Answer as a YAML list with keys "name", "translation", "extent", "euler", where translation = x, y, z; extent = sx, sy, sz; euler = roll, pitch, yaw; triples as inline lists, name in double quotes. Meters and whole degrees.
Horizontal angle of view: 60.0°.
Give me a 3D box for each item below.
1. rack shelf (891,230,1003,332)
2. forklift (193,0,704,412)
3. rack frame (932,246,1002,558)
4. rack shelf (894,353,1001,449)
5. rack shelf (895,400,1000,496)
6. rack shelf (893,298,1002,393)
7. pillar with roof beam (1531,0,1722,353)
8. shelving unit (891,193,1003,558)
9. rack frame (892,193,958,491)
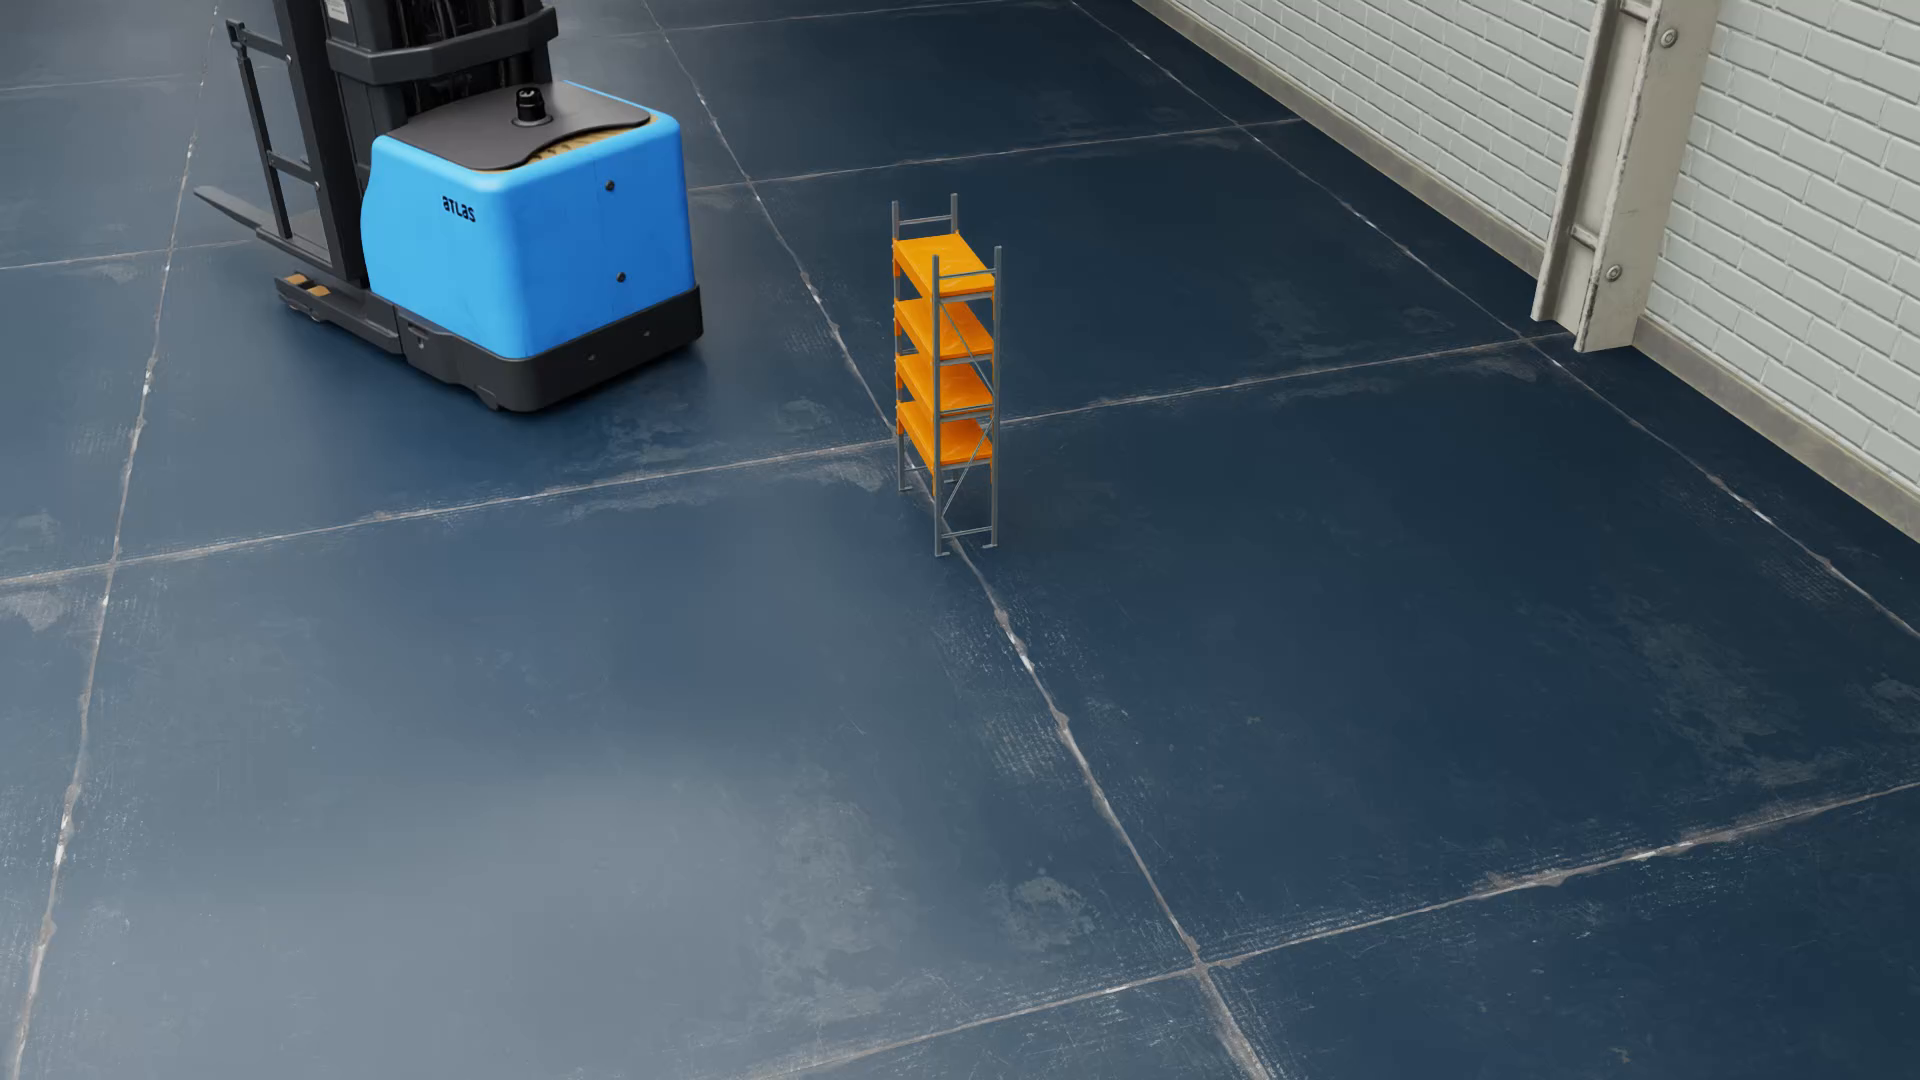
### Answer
- name: "rack shelf"
  translation: [-0.051, -0.915, 5.834]
  extent: [0.258, 0.148, 0.480]
  euler: [-10, 35, -15]
- name: "forklift"
  translation: [-2.605, -2.439, 7.282]
  extent: [3.031, 2.935, 1.130]
  euler: [26, 41, 33]
- name: "rack frame"
  translation: [0.024, -0.459, 5.857]
  extent: [0.240, 1.200, 0.015]
  euler: [-10, 35, -15]
- name: "rack shelf"
  translation: [-0.051, -0.531, 6.088]
  extent: [0.258, 0.148, 0.480]
  euler: [-10, 35, -15]
- name: "rack shelf"
  translation: [-0.051, -0.366, 6.197]
  extent: [0.258, 0.148, 0.480]
  euler: [-10, 35, -15]
- name: "rack shelf"
  translation: [-0.051, -0.718, 5.964]
  extent: [0.258, 0.148, 0.480]
  euler: [-10, 35, -15]
- name: "pillar with roof beam"
  translation: [-1.205, -4.007, 4.152]
  extent: [9.100, 9.000, 0.400]
  euler: [-10, 35, -15]
- name: "shelving unit"
  translation: [-0.051, -0.587, 6.051]
  extent: [0.258, 1.200, 0.503]
  euler: [-10, 35, -15]
- name: "rack frame"
  translation: [-0.125, -0.716, 6.245]
  extent: [0.240, 1.200, 0.015]
  euler: [-10, 35, -15]
